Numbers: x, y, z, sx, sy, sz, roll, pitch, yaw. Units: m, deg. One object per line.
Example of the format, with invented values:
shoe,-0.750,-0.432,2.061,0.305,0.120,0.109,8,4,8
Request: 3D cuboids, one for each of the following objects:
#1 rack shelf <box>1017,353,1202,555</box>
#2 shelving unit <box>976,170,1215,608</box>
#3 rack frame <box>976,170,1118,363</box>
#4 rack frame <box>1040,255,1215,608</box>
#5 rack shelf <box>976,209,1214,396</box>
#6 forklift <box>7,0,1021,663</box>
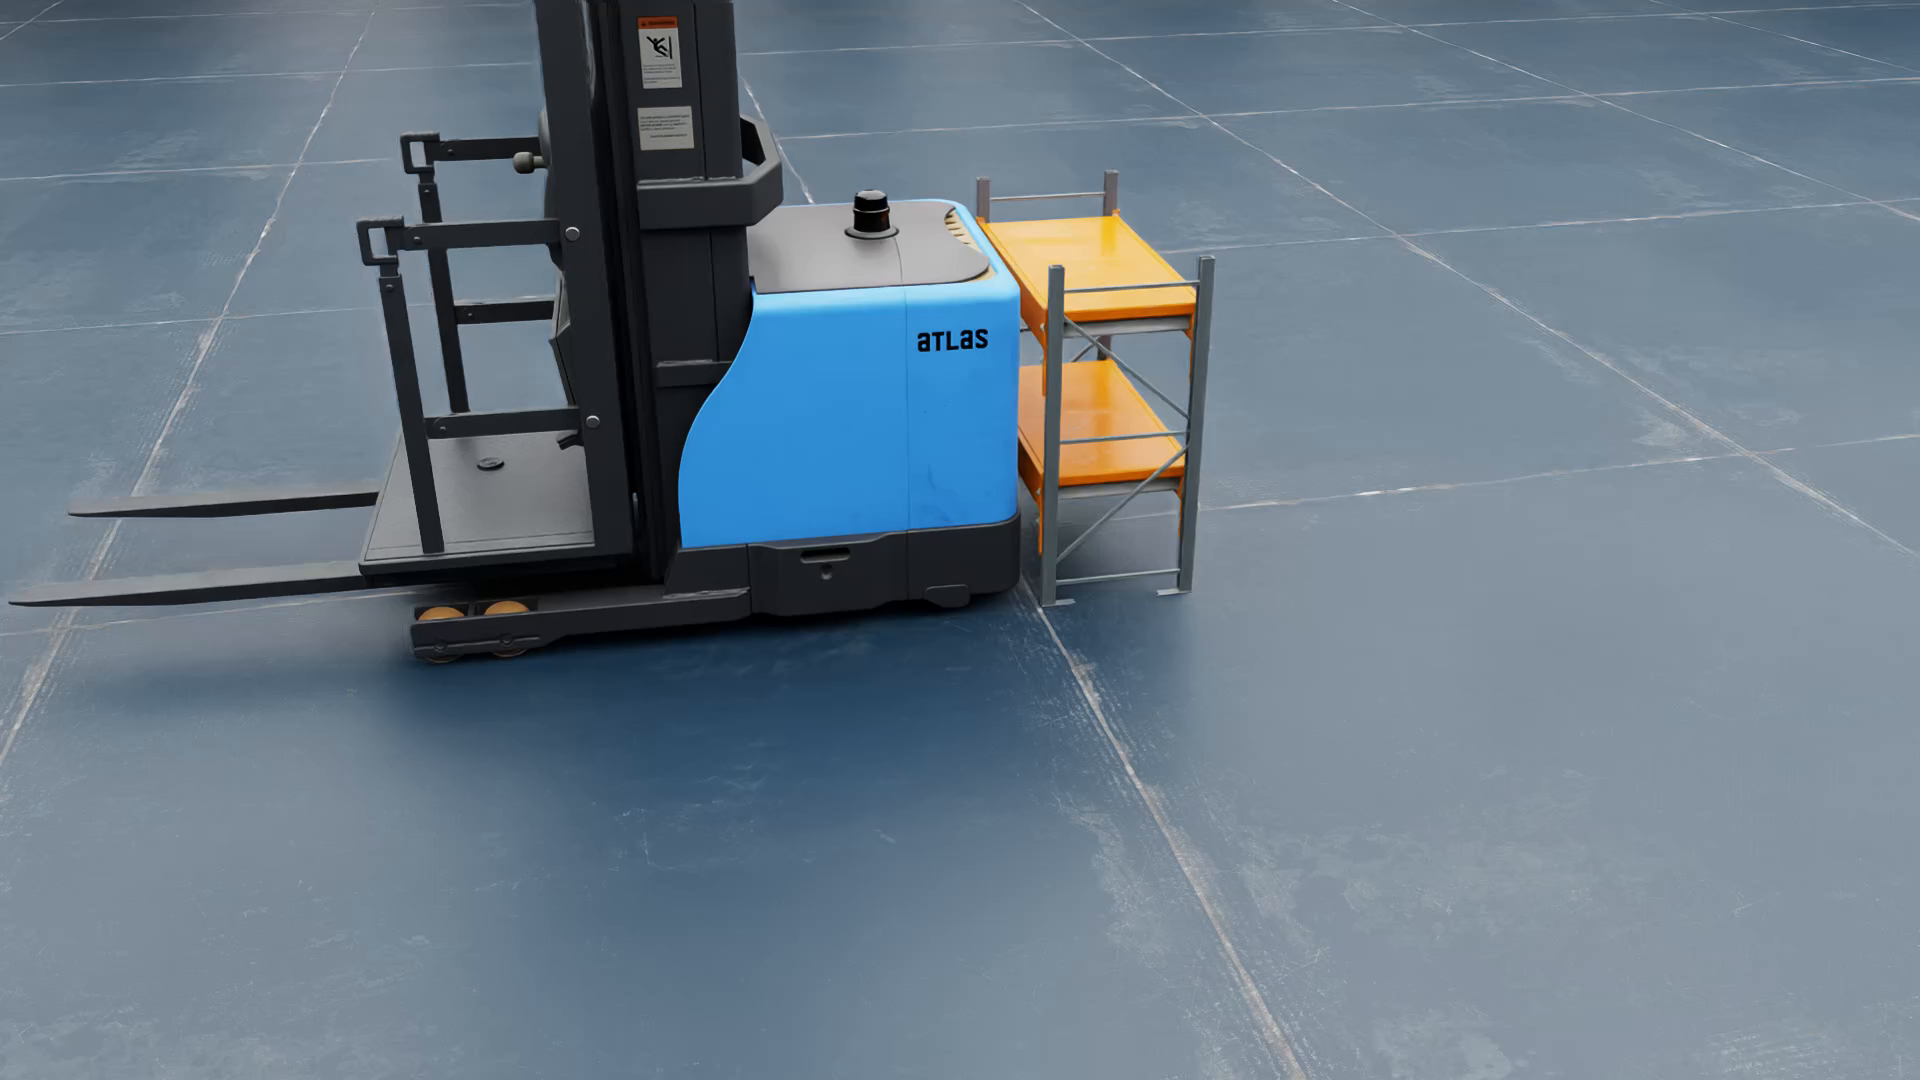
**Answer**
rack shelf,0.405,-0.320,5.679,0.538,0.278,1.000,-5,27,-10
shelving unit,0.405,-0.538,5.568,0.538,1.125,1.048,-5,27,-10
rack frame,0.304,-0.763,6.013,0.500,1.125,0.032,-5,27,-10
rack frame,0.505,-0.314,5.124,0.500,1.125,0.032,-5,27,-10
rack shelf,0.405,-0.800,5.437,0.538,0.278,1.000,-5,27,-10
forklift,-1.375,-1.196,4.866,3.031,2.935,1.130,-5,27,-9
